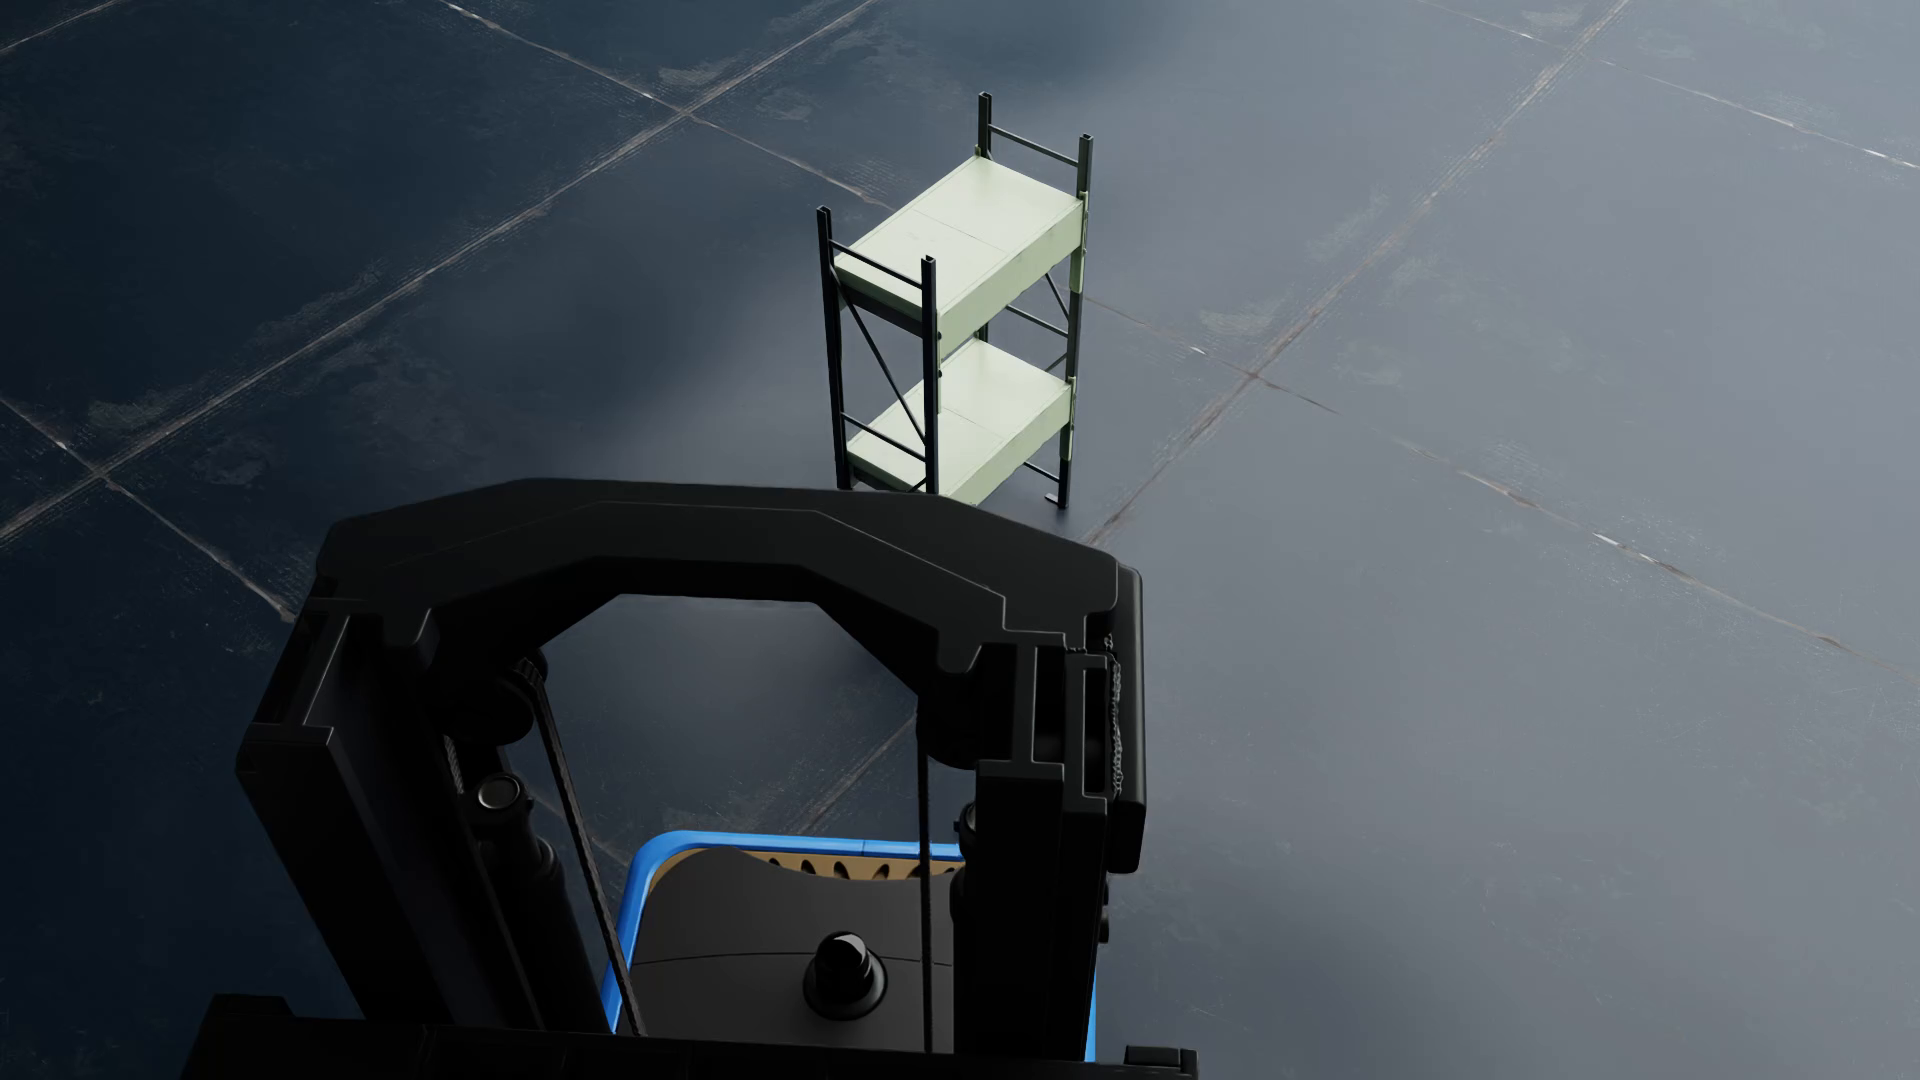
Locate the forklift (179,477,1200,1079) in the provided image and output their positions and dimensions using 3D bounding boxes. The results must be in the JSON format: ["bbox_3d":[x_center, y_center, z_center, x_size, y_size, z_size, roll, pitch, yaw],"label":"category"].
[{"bbox_3d":[-0.302,1.452,2.336,1.130,2.935,3.031,3,46,2],"label":"forklift"}]

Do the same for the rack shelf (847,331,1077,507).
[{"bbox_3d":[-0.004,-0.289,5.440,0.431,0.370,0.720,29,53,25],"label":"rack shelf"}]

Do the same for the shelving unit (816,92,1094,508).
[{"bbox_3d":[-0.004,-0.514,5.204,0.431,1.500,0.755,29,53,25],"label":"shelving unit"}]

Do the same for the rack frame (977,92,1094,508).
[{"bbox_3d":[0.220,-0.724,5.404,0.400,1.500,0.023,29,53,25],"label":"rack frame"}]

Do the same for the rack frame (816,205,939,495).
[{"bbox_3d":[-0.228,-0.305,5.004,0.400,1.500,0.023,29,53,25],"label":"rack frame"}]

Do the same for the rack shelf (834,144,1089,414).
[{"bbox_3d":[-0.004,-0.784,4.922,0.431,0.370,0.720,29,53,25],"label":"rack shelf"}]
